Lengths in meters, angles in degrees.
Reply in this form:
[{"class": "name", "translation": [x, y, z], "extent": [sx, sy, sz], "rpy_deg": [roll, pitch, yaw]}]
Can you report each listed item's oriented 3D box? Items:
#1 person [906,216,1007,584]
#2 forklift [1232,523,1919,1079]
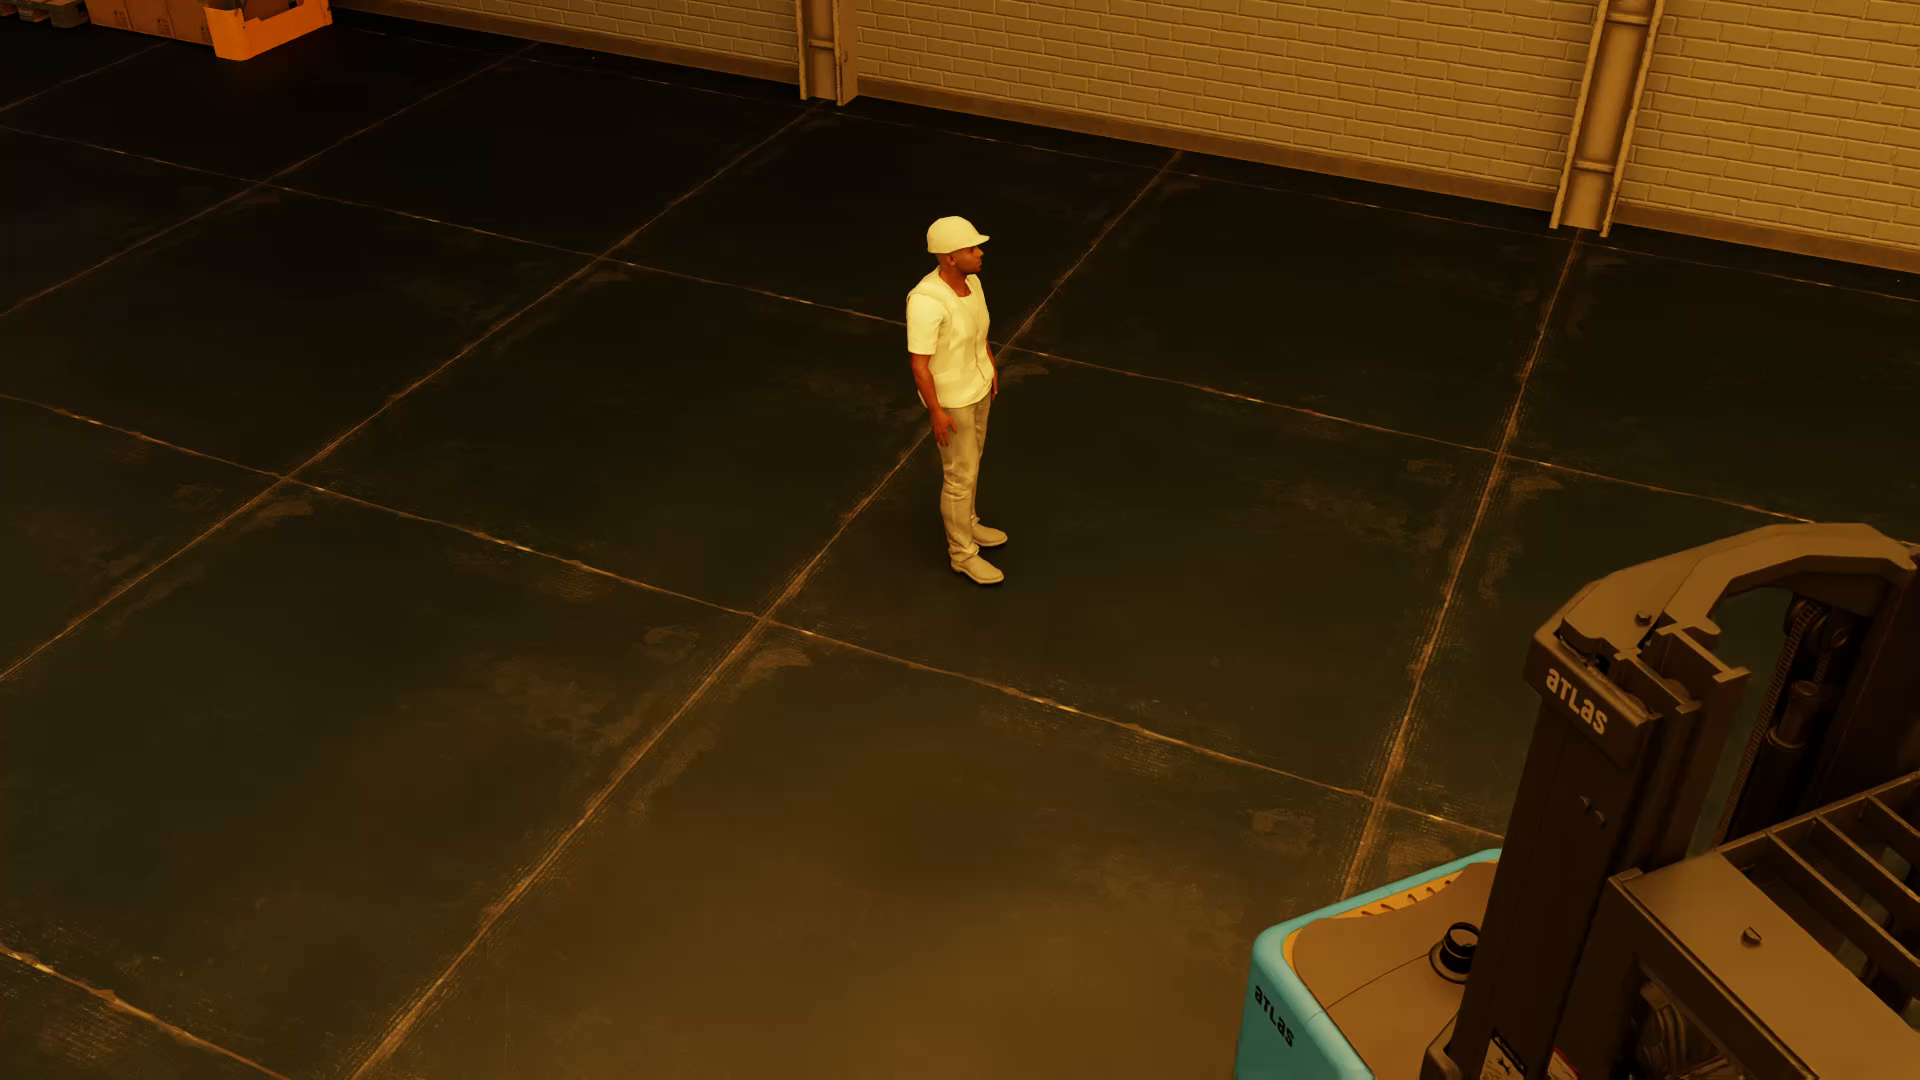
[{"class": "person", "translation": [0.061, -0.705, 8.066], "extent": [0.575, 1.768, 0.665], "rpy_deg": [15, 38, 20]}, {"class": "forklift", "translation": [1.929, 1.556, 3.905], "extent": [1.130, 2.935, 3.031], "rpy_deg": [-14, 38, -19]}]
